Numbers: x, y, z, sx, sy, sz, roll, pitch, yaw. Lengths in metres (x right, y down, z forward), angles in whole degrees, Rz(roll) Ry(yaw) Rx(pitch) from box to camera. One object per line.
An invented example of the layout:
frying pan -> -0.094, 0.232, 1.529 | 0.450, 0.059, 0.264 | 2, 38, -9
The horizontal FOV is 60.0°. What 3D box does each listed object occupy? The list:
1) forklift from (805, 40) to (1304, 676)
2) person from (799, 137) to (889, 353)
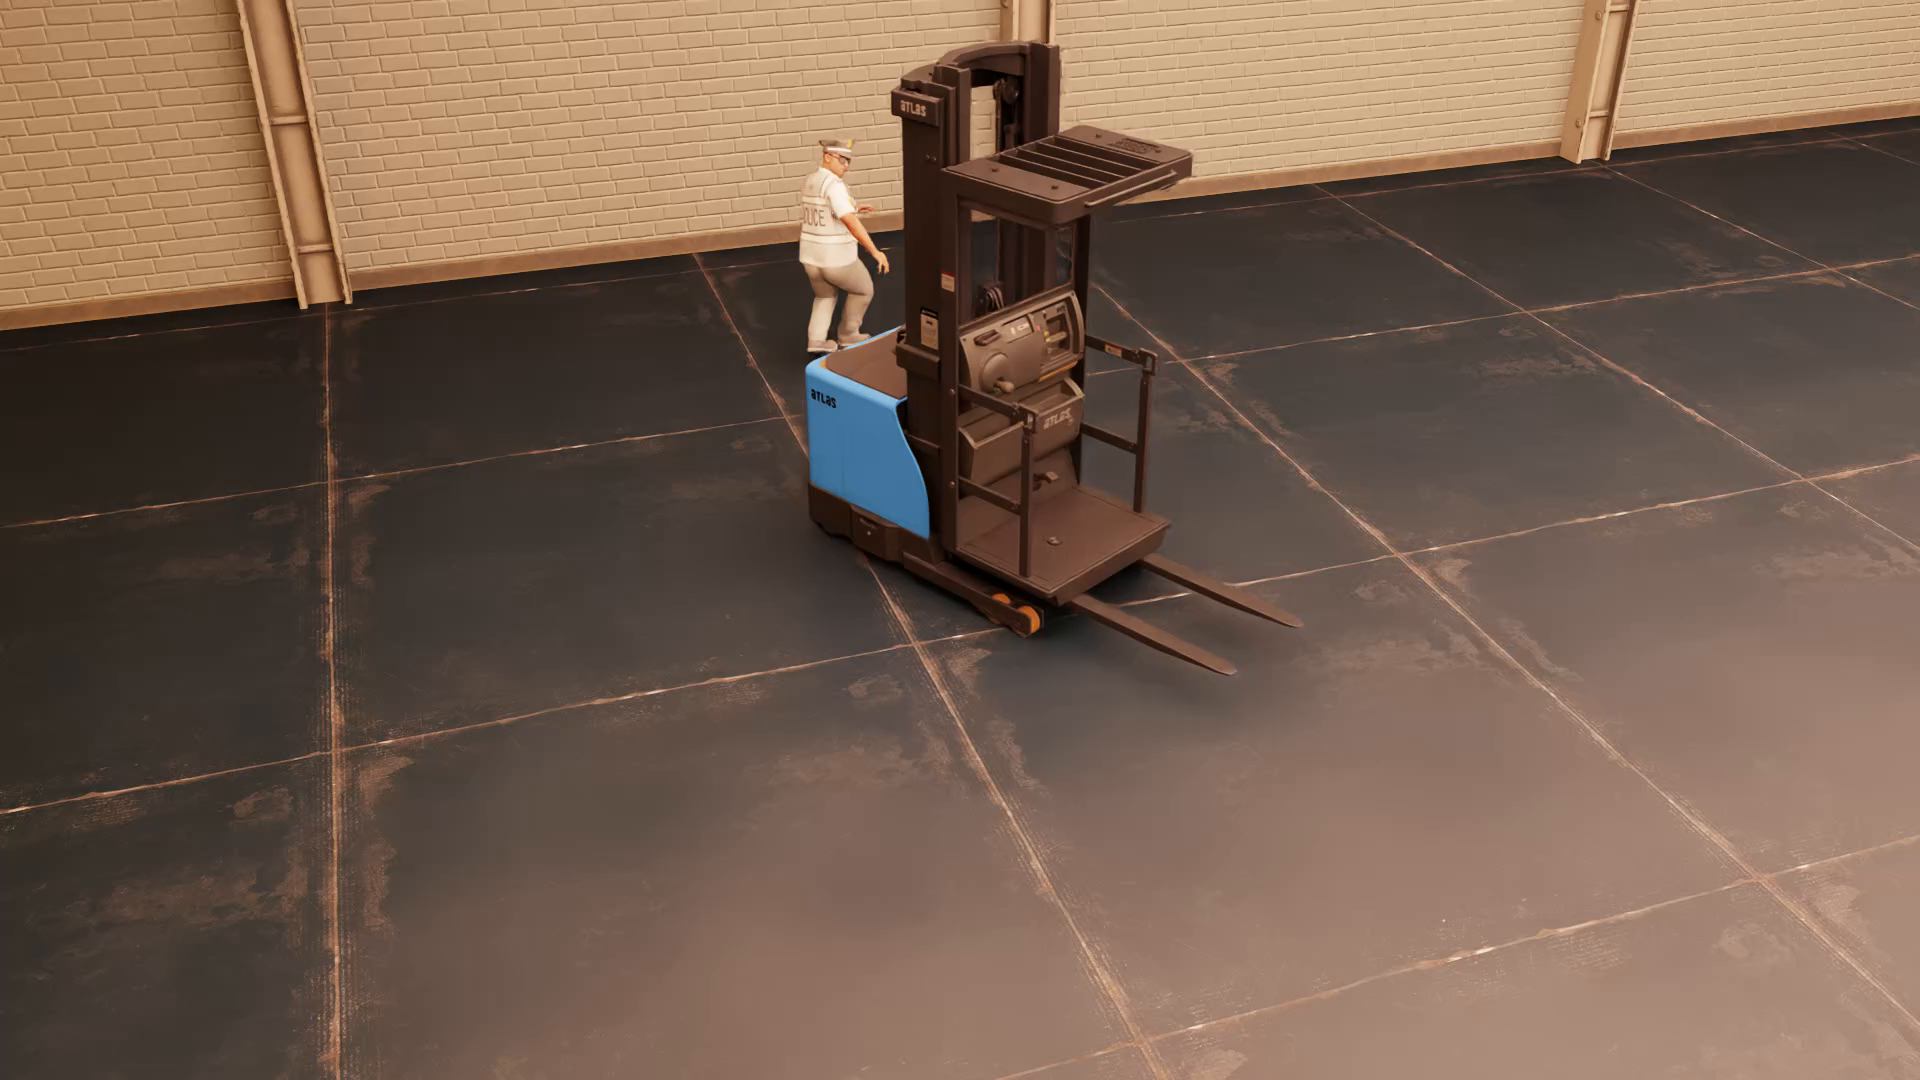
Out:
forklift -> 0.497, -1.035, 8.886 | 3.031, 2.935, 1.130 | 25, 38, 37
person -> -0.788, -2.106, 12.069 | 0.887, 1.637, 0.867 | 23, 37, 34
